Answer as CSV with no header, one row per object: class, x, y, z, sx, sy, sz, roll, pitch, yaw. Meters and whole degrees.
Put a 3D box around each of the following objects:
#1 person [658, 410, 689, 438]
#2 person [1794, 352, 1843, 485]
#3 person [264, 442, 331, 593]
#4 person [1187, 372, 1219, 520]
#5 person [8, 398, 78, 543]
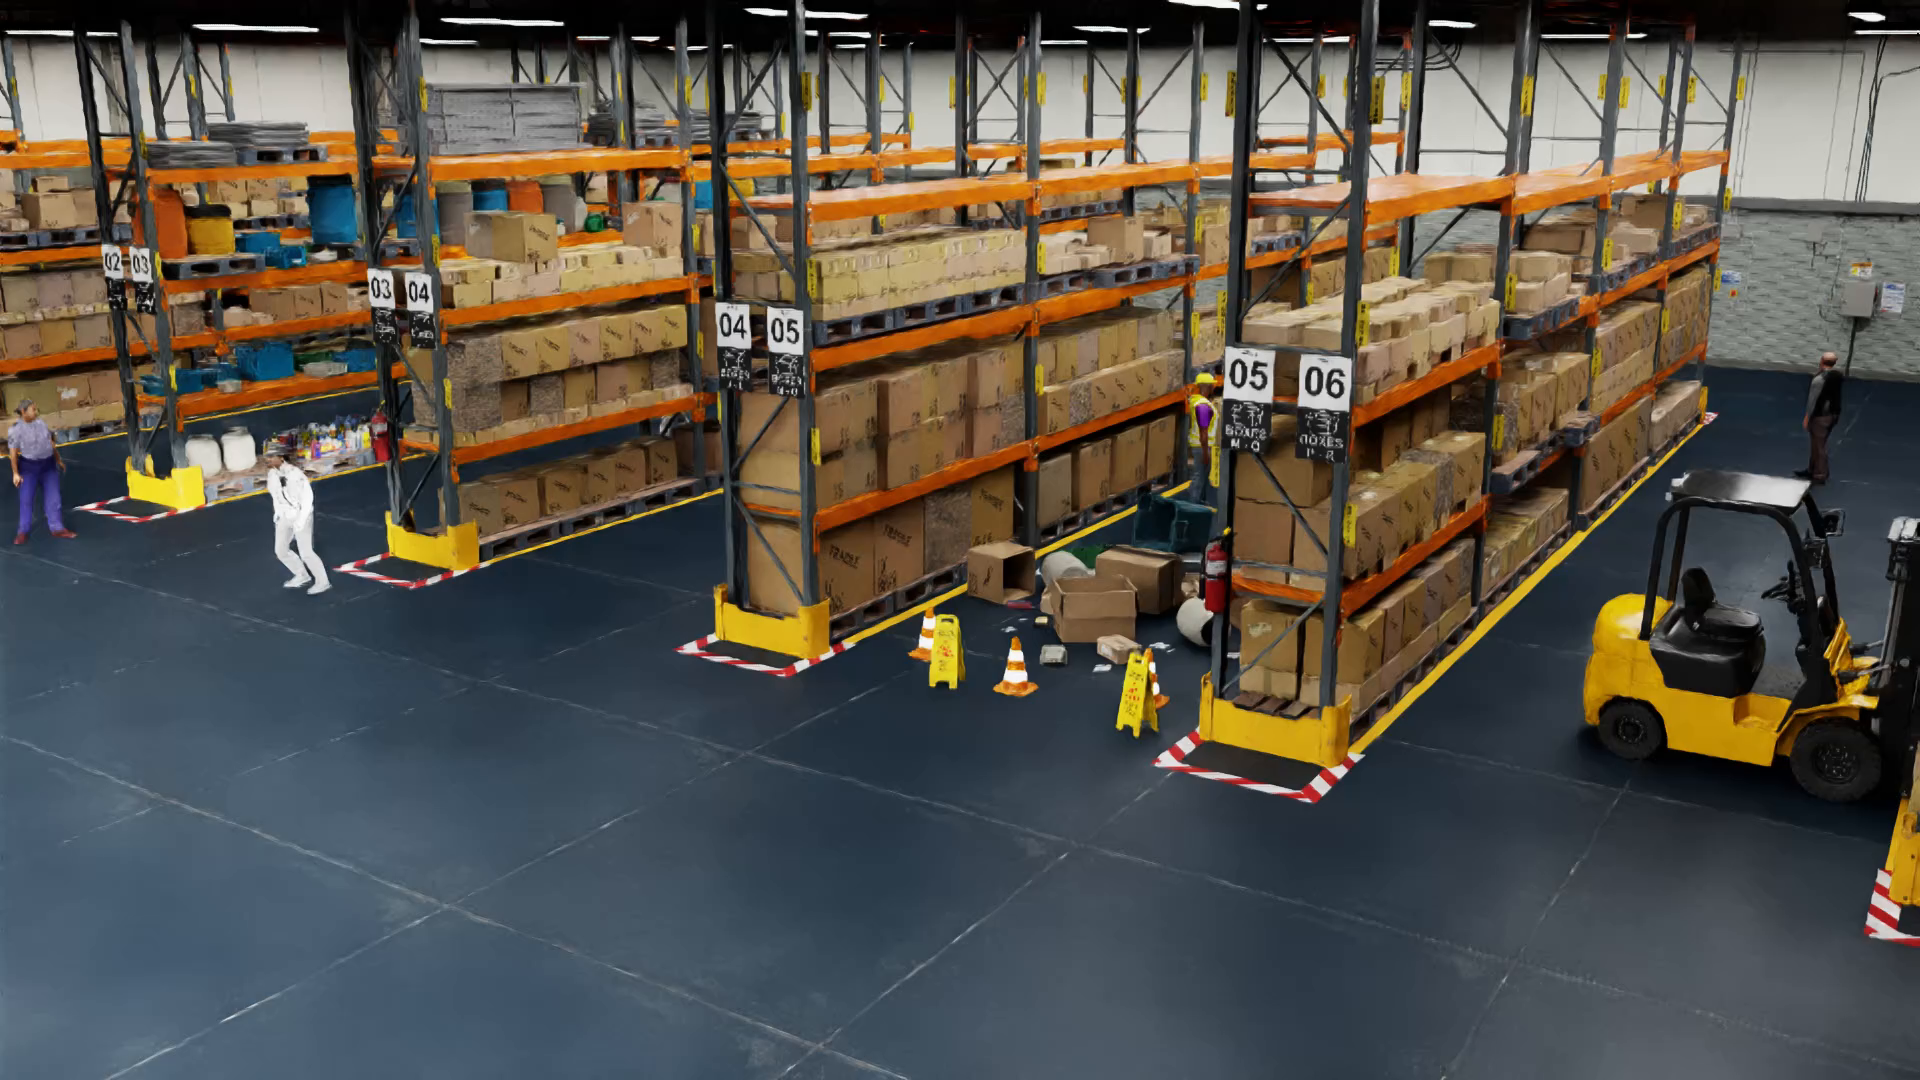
person,-4.192,-2.152,23.712,0.553,1.709,1.123,10,19,33
person,11.249,-1.617,21.772,0.638,1.718,0.586,-11,19,-34
person,-6.839,-0.244,17.086,0.639,1.632,0.512,9,18,31
person,2.954,-1.138,19.952,0.453,1.768,0.632,1,16,3
person,-10.595,-0.804,19.052,0.488,1.629,0.670,7,17,24
